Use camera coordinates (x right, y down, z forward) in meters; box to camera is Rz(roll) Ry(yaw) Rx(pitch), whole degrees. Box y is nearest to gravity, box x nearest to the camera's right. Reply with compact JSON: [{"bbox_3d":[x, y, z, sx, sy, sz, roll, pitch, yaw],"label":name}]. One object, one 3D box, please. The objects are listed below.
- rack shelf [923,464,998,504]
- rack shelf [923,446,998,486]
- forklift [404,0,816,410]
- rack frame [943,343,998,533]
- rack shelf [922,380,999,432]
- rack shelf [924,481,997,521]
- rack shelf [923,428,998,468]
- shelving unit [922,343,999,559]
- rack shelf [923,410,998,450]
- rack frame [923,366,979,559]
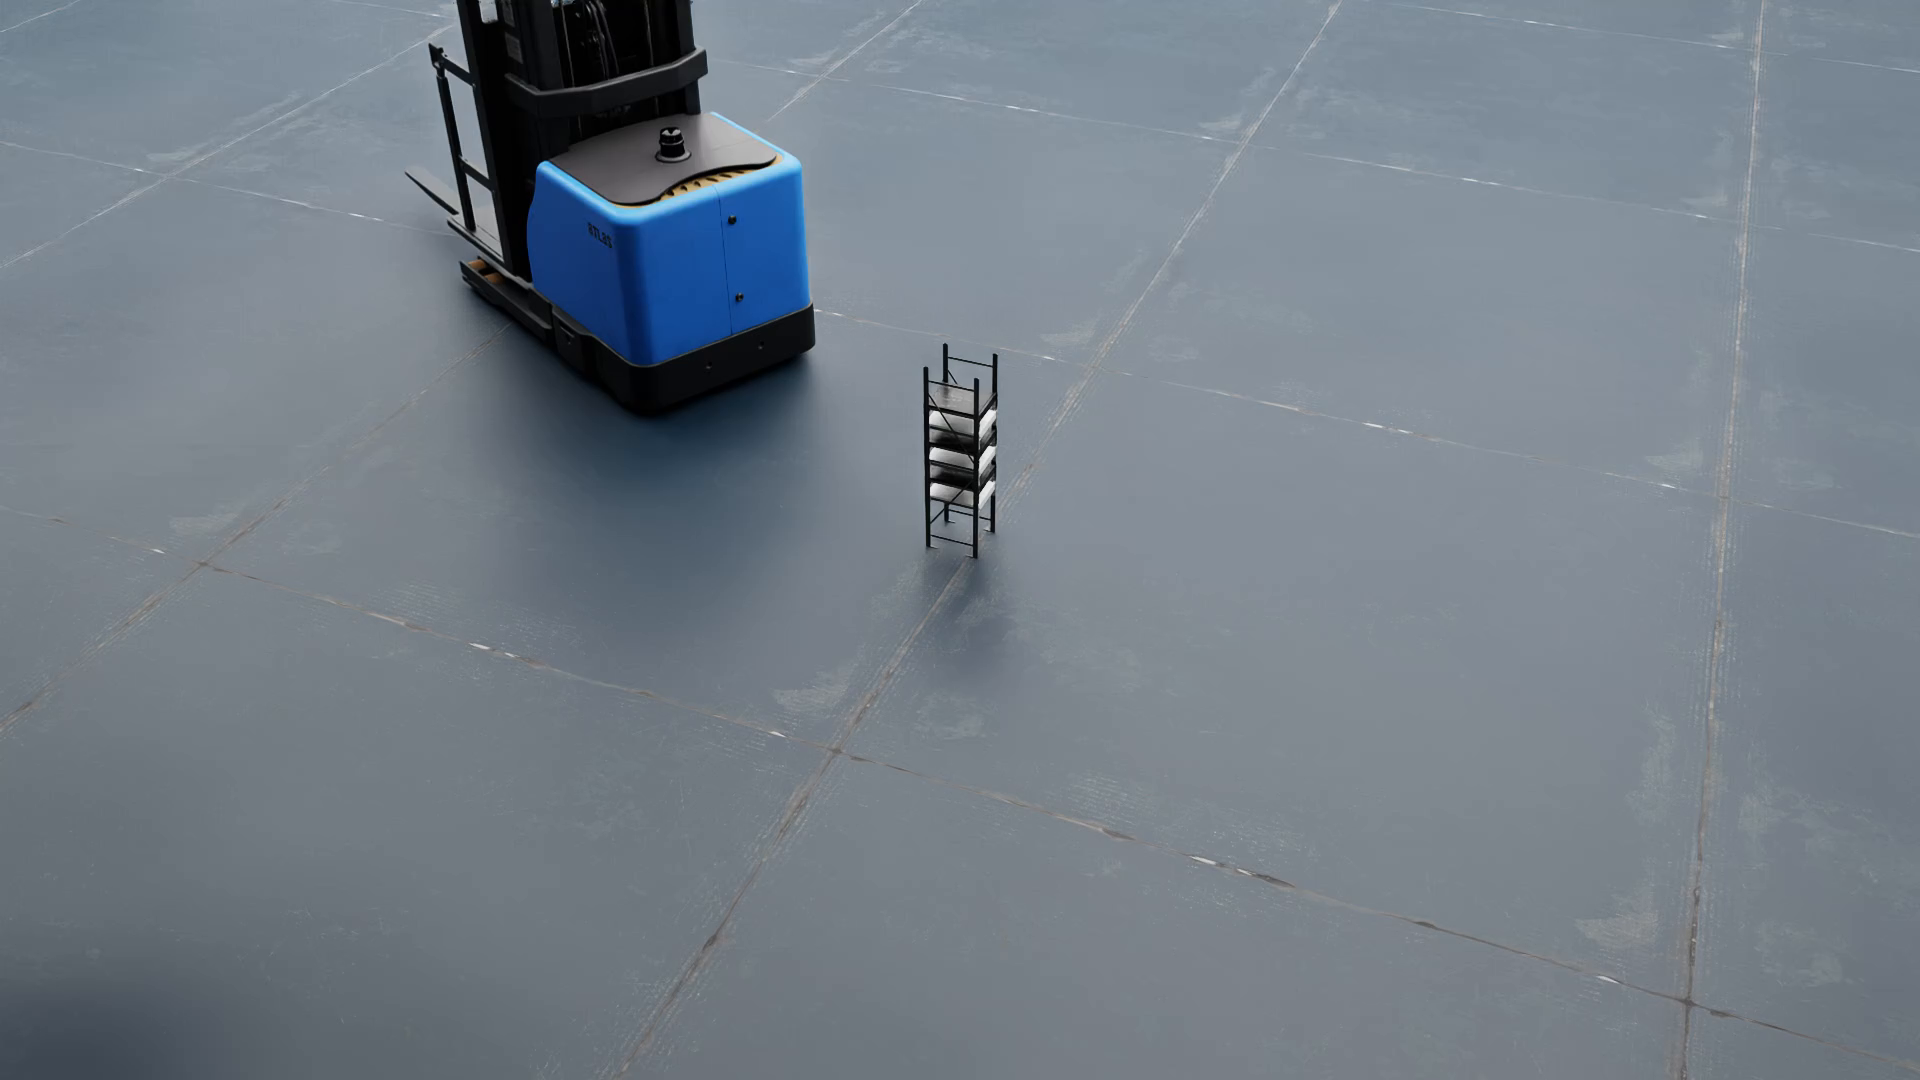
[{"bbox_3d":[0.003,-0.266,7.060,0.258,0.077,0.200,14,39,18],"label":"rack shelf"},{"bbox_3d":[0.003,-0.338,7.007,0.258,0.077,0.200,14,39,18],"label":"rack shelf"},{"bbox_3d":[-2.059,-2.612,8.297,1.130,2.935,3.031,-26,44,-31],"label":"forklift"},{"bbox_3d":[0.042,-0.421,7.062,0.240,0.900,0.006,14,39,18],"label":"rack frame"},{"bbox_3d":[0.003,-0.555,6.845,0.258,0.077,0.200,14,39,18],"label":"rack shelf"},{"bbox_3d":[0.003,-0.194,7.114,0.258,0.077,0.200,14,39,18],"label":"rack shelf"},{"bbox_3d":[0.003,-0.410,6.953,0.258,0.077,0.200,14,39,18],"label":"rack shelf"},{"bbox_3d":[0.003,-0.365,6.987,0.258,0.900,0.210,14,39,18],"label":"shelving unit"},{"bbox_3d":[0.003,-0.482,6.899,0.258,0.077,0.200,14,39,18],"label":"rack shelf"},{"bbox_3d":[-0.036,-0.309,6.911,0.240,0.900,0.006,14,39,18],"label":"rack frame"}]
